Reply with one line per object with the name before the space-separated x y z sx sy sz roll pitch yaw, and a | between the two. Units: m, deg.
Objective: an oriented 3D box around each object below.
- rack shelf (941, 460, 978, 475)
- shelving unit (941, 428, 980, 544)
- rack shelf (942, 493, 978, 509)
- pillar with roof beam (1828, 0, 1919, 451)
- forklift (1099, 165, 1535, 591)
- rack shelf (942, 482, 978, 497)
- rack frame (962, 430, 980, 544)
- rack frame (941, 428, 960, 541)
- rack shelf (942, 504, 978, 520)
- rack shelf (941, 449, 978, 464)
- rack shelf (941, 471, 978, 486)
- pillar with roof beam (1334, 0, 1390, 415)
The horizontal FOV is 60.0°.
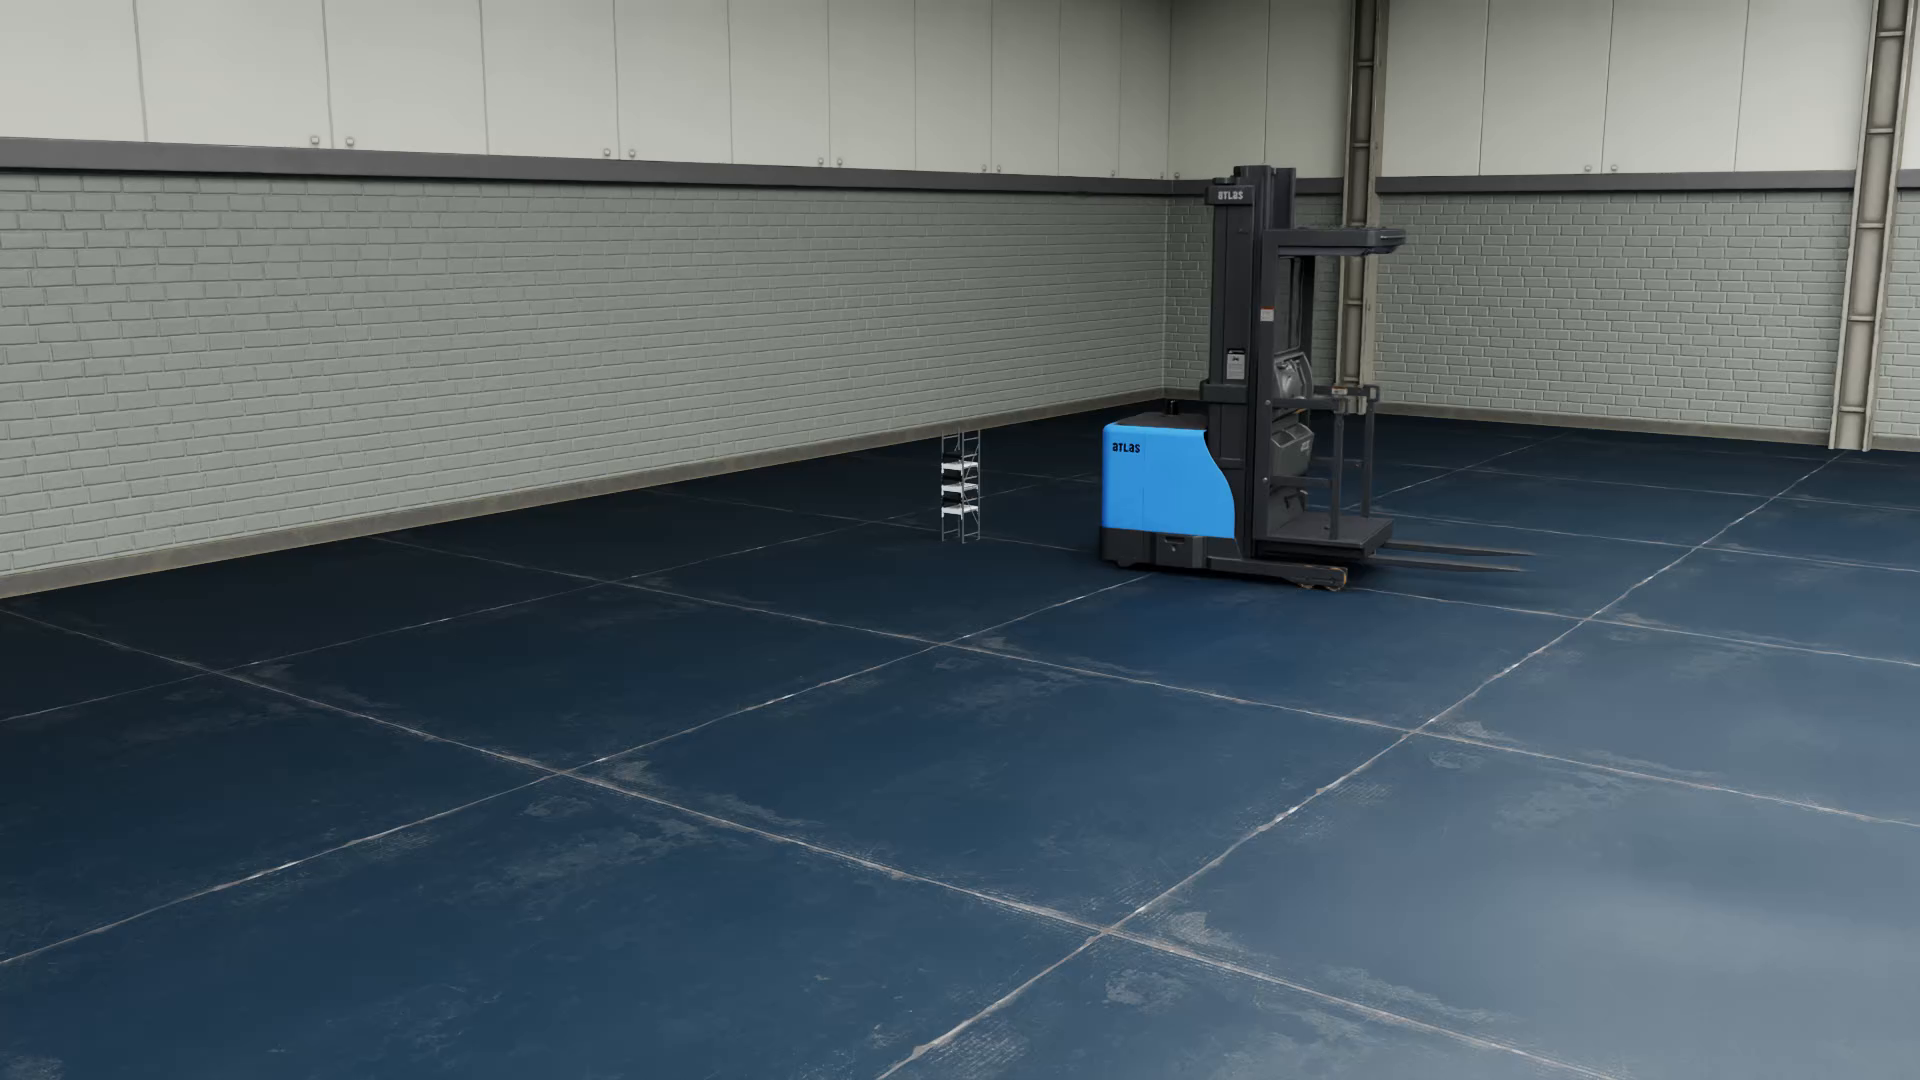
rack shelf | 0.007 -0.585 13.412 0.200 0.077 0.258 8 13 36
shelving unit | 0.007 -0.441 13.439 0.210 0.900 0.258 8 13 36
rack shelf | 0.007 -0.320 13.463 0.200 0.077 0.258 8 13 36
pillar with roof beam | 7.568 -4.799 14.644 0.400 9.000 9.100 8 13 36
forklift | 2.597 -1.195 11.991 3.031 2.935 1.130 5 12 25
rack shelf | 0.007 -0.408 13.446 0.200 0.077 0.258 8 13 36
rack frame | 0.088 -0.429 13.380 0.006 0.900 0.240 8 13 36
rack frame | -0.075 -0.452 13.499 0.006 0.900 0.240 8 13 36
rack shelf | 0.007 -0.231 13.480 0.200 0.077 0.258 8 13 36
rack shelf | 0.007 -0.673 13.395 0.200 0.077 0.258 8 13 36
rack shelf | 0.007 -0.497 13.429 0.200 0.077 0.258 8 13 36
pillar with roof beam | 2.732 -5.474 18.131 0.400 9.000 9.100 8 13 36
